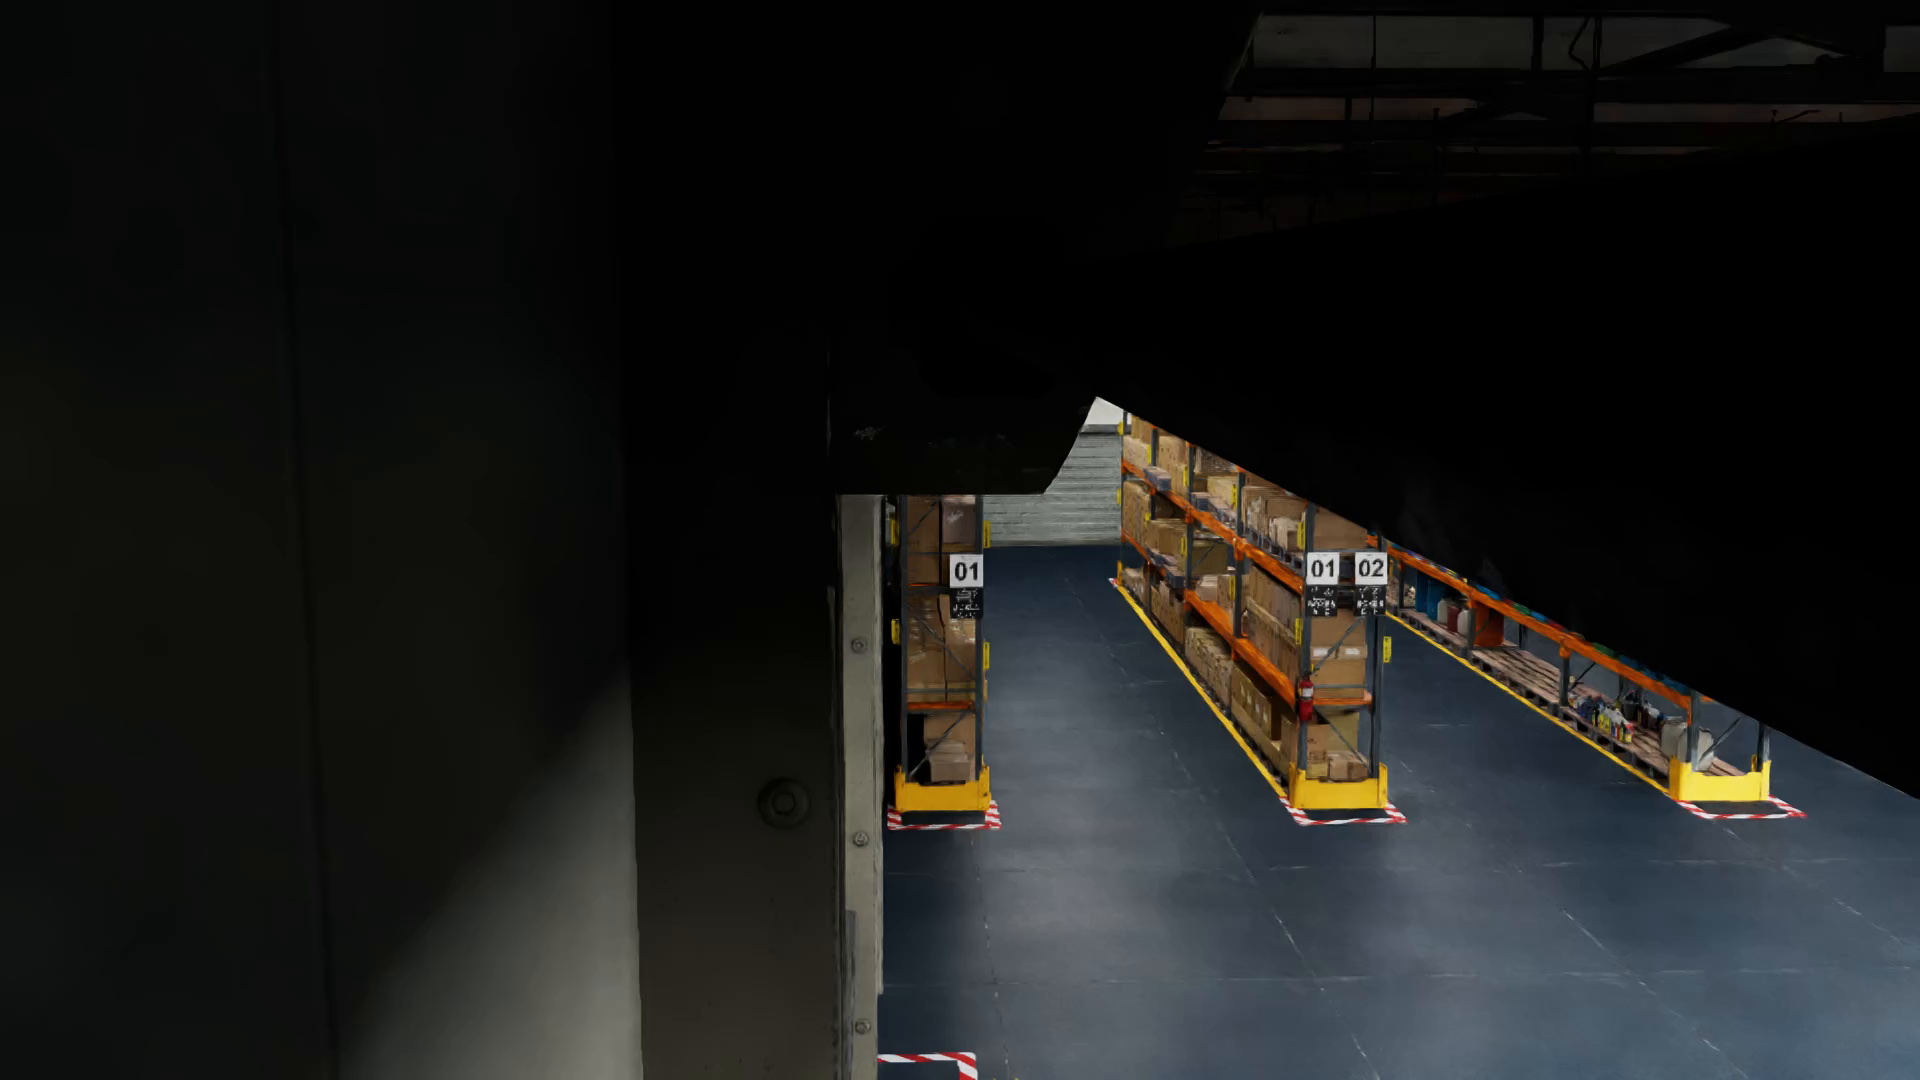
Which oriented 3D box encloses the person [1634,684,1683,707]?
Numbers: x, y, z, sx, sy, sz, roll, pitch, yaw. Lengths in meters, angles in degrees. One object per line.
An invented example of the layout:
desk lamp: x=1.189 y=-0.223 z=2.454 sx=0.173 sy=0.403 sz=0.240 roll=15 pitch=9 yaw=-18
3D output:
person: x=10.833 y=1.777 z=25.545 sx=0.625 sy=1.607 sz=0.799 roll=-4 pitch=9 yaw=-25
